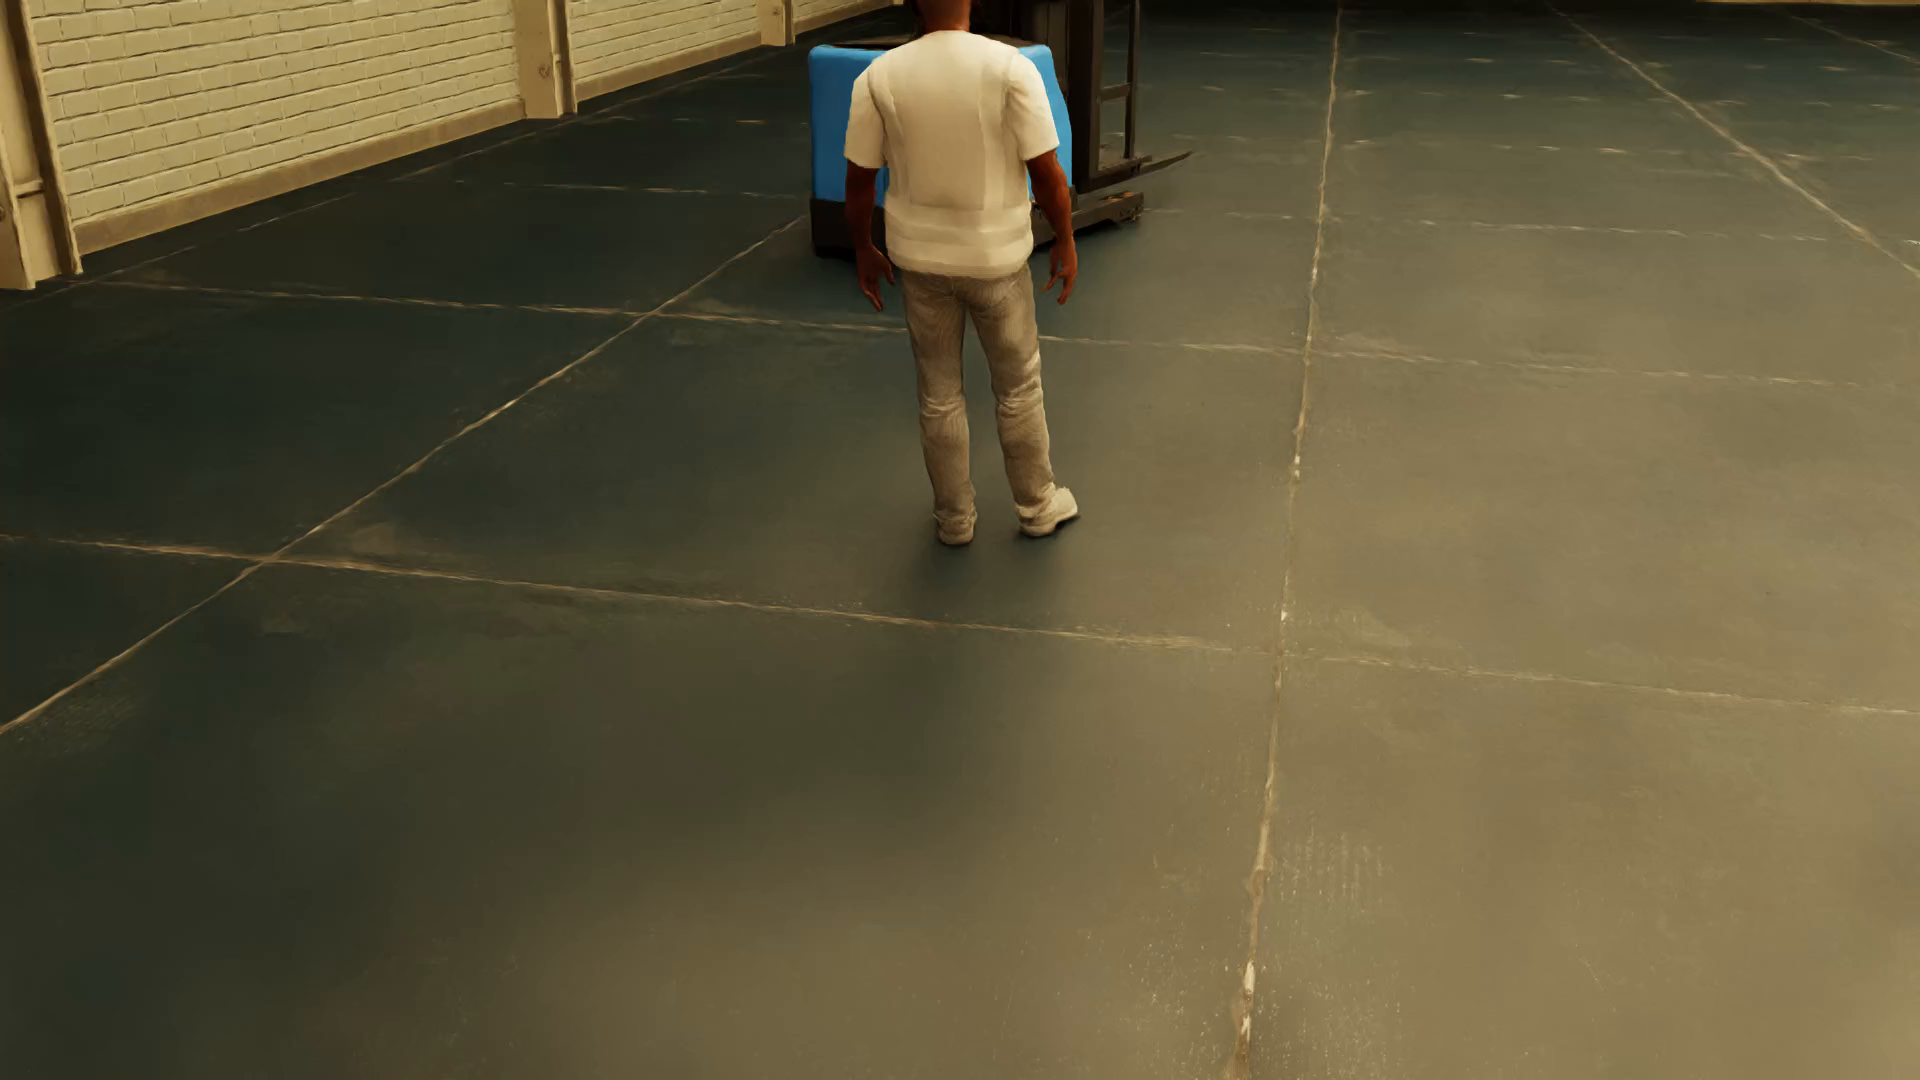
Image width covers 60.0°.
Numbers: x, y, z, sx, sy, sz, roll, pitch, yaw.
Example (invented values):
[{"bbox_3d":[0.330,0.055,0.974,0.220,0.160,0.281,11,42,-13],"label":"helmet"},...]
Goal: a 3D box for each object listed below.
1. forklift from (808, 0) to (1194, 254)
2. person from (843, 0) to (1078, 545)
[{"bbox_3d":[0.420,-3.252,9.242,1.130,2.935,3.031,13,26,30],"label":"forklift"},{"bbox_3d":[0.020,-0.850,4.874,0.665,1.766,0.576,5,23,11],"label":"person"}]
